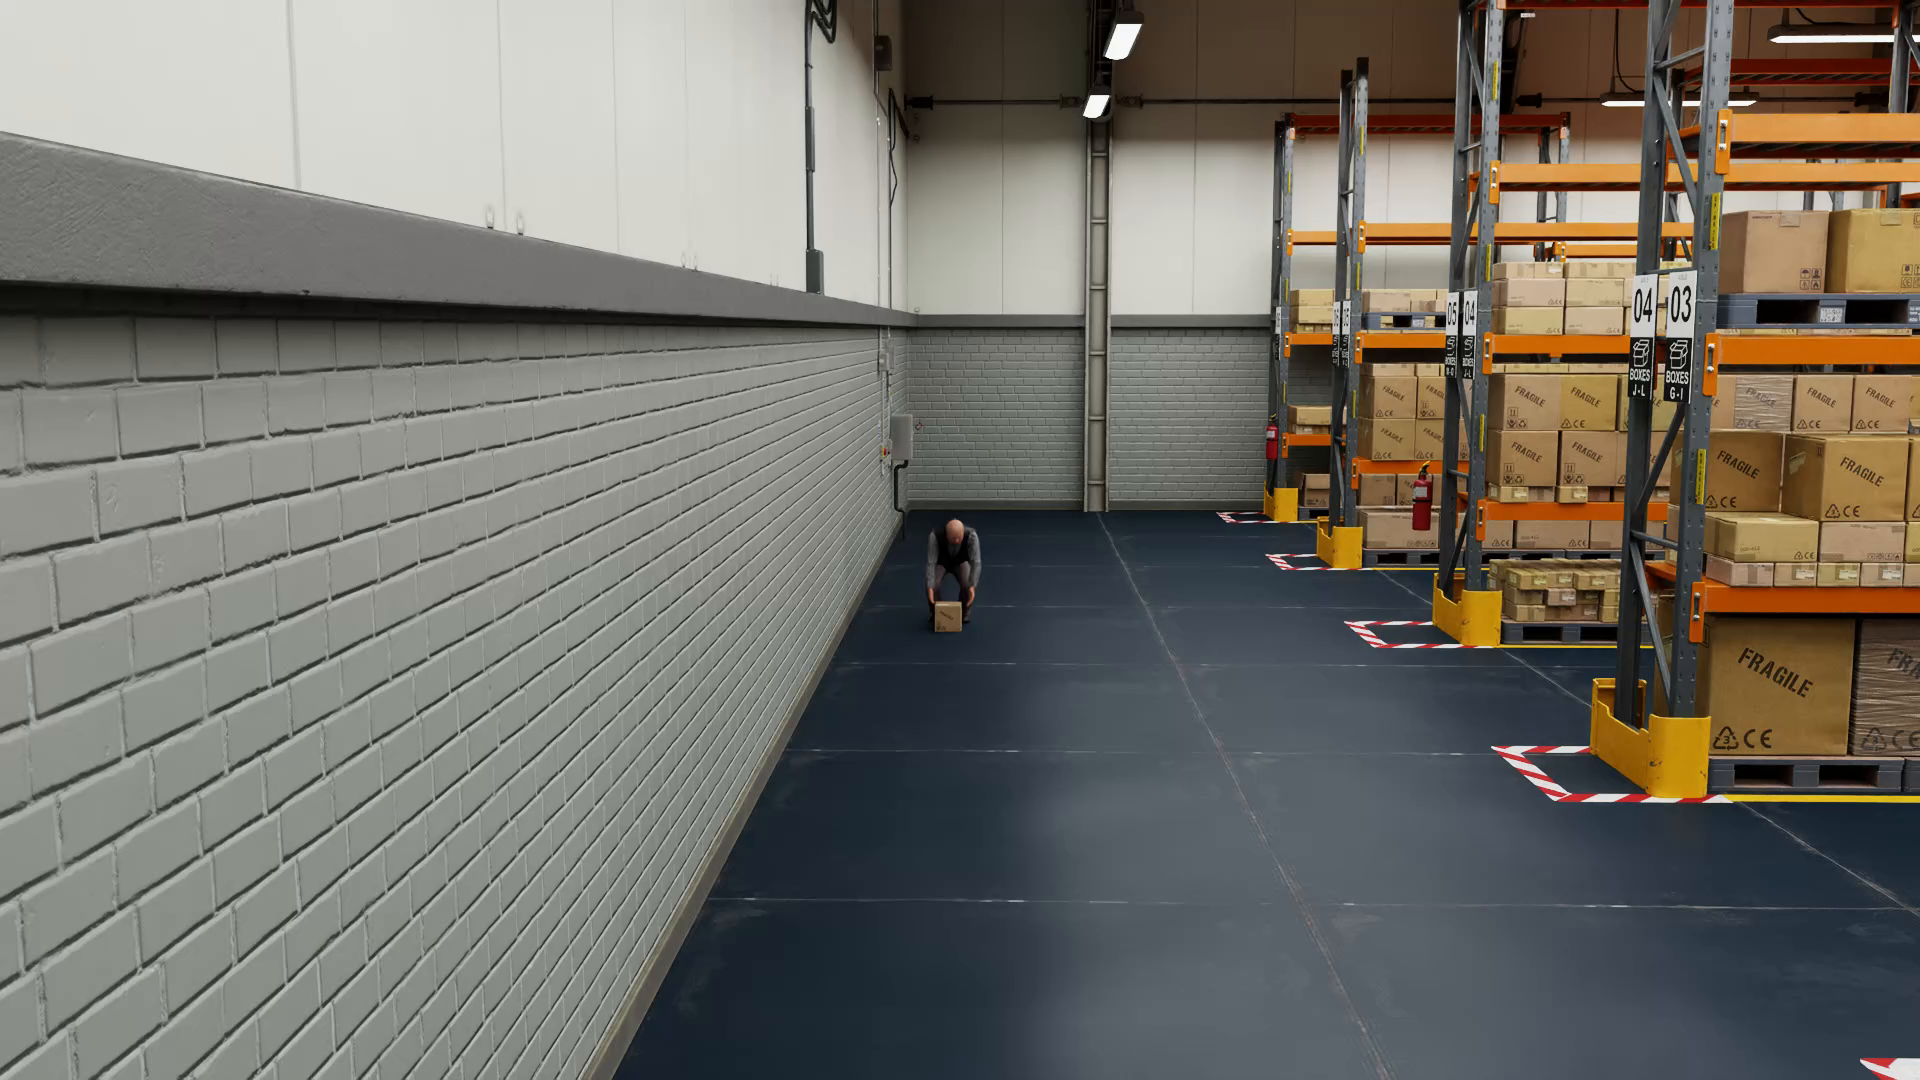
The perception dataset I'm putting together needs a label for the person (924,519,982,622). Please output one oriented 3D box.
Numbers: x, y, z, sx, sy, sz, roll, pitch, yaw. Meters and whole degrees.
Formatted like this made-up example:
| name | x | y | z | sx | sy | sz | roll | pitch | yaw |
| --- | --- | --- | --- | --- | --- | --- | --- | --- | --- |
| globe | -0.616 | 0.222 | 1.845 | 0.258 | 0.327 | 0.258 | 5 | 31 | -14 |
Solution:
| name | x | y | z | sx | sy | sz | roll | pitch | yaw |
| --- | --- | --- | --- | --- | --- | --- | --- | --- | --- |
| person | -0.065 | 0.288 | 16.250 | 0.555 | 1.058 | 0.831 | 0 | 7 | 1 |
